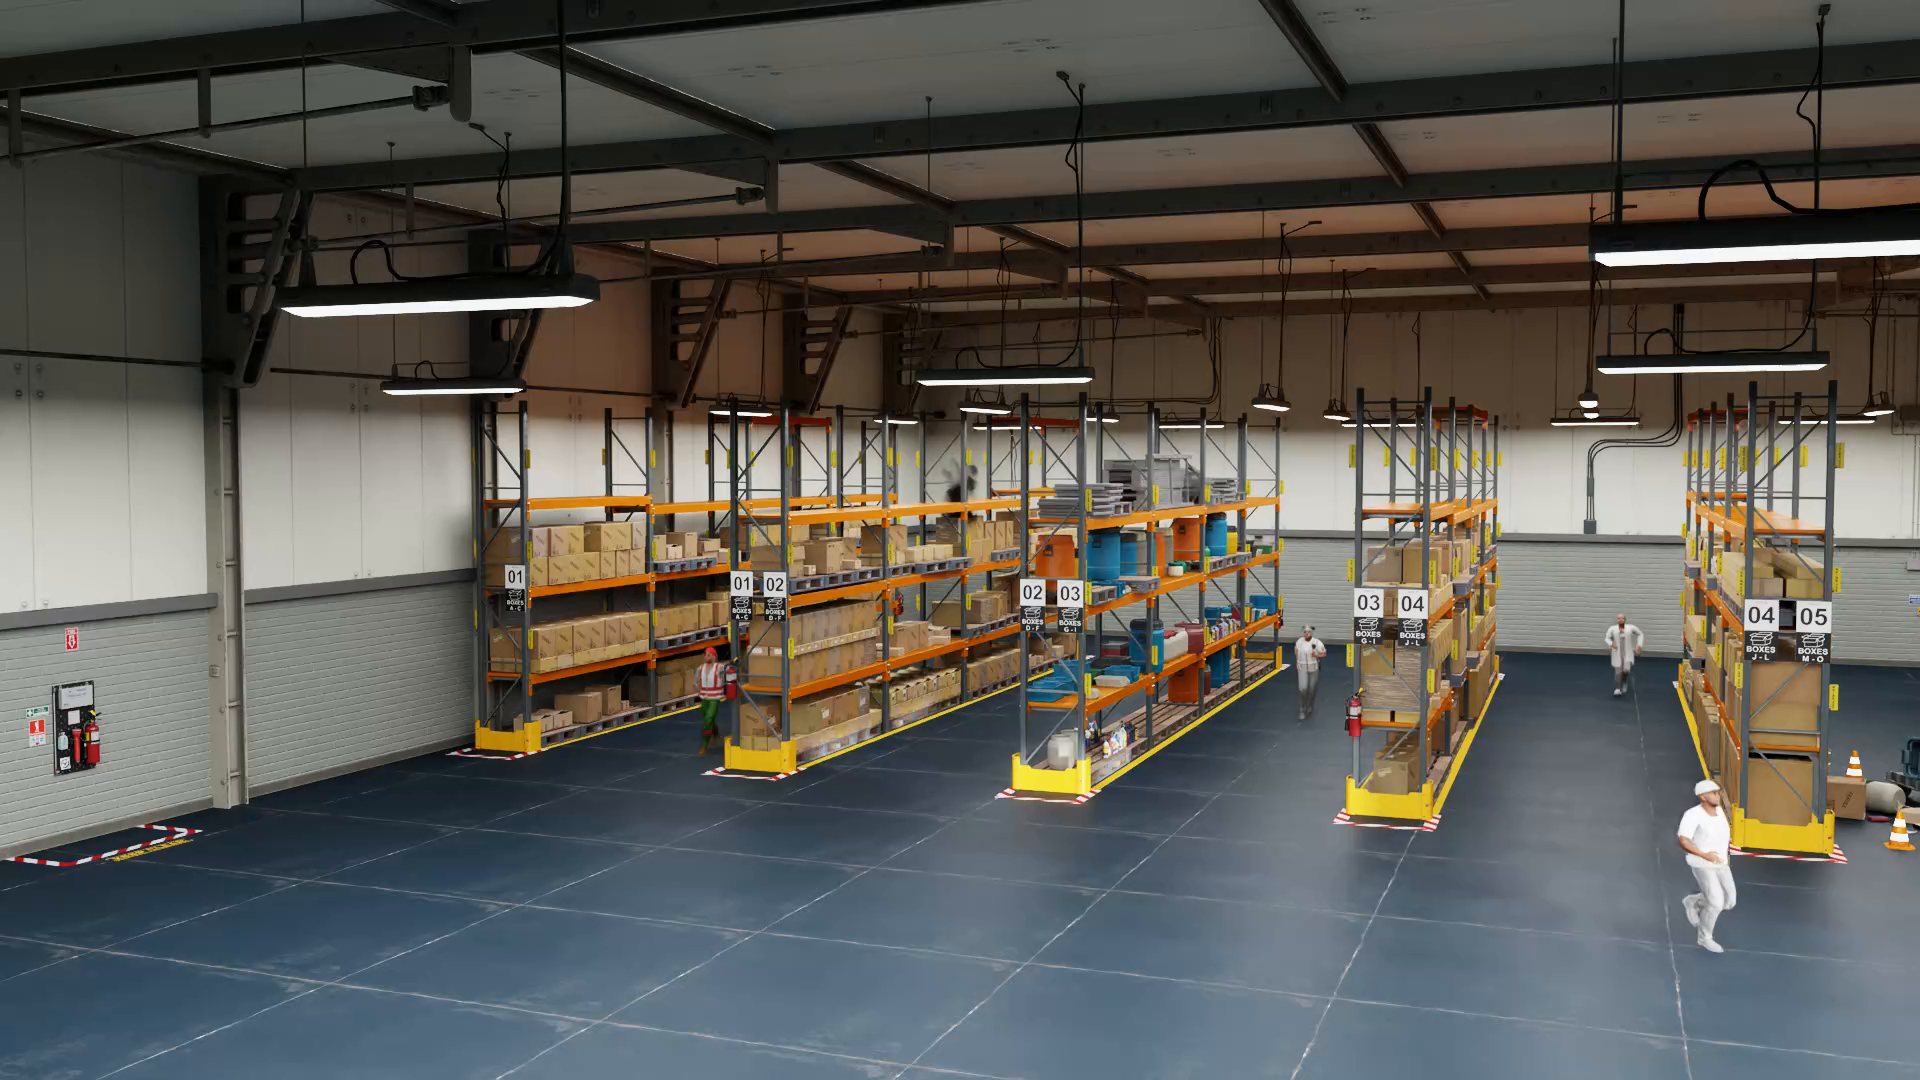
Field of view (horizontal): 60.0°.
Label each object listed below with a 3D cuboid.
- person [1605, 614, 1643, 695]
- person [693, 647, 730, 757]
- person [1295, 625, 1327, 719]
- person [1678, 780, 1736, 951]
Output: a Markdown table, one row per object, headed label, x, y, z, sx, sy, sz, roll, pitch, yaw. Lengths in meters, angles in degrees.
| label | x | y | z | sx | sy | sz | roll | pitch | yaw |
| --- | --- | --- | --- | --- | --- | --- | --- | --- | --- |
| person | 13.968 | 2.420 | 35.031 | 0.733 | 1.733 | 0.806 | 1 | 3 | 27 |
| person | -4.266 | 2.725 | 28.363 | 0.672 | 1.785 | 0.989 | 1 | 3 | 23 |
| person | 6.801 | 2.558 | 32.310 | 0.629 | 1.856 | 0.783 | 1 | 3 | 16 |
| person | 7.661 | 3.317 | 17.056 | 0.736 | 1.727 | 0.583 | -2 | 3 | -32 |
